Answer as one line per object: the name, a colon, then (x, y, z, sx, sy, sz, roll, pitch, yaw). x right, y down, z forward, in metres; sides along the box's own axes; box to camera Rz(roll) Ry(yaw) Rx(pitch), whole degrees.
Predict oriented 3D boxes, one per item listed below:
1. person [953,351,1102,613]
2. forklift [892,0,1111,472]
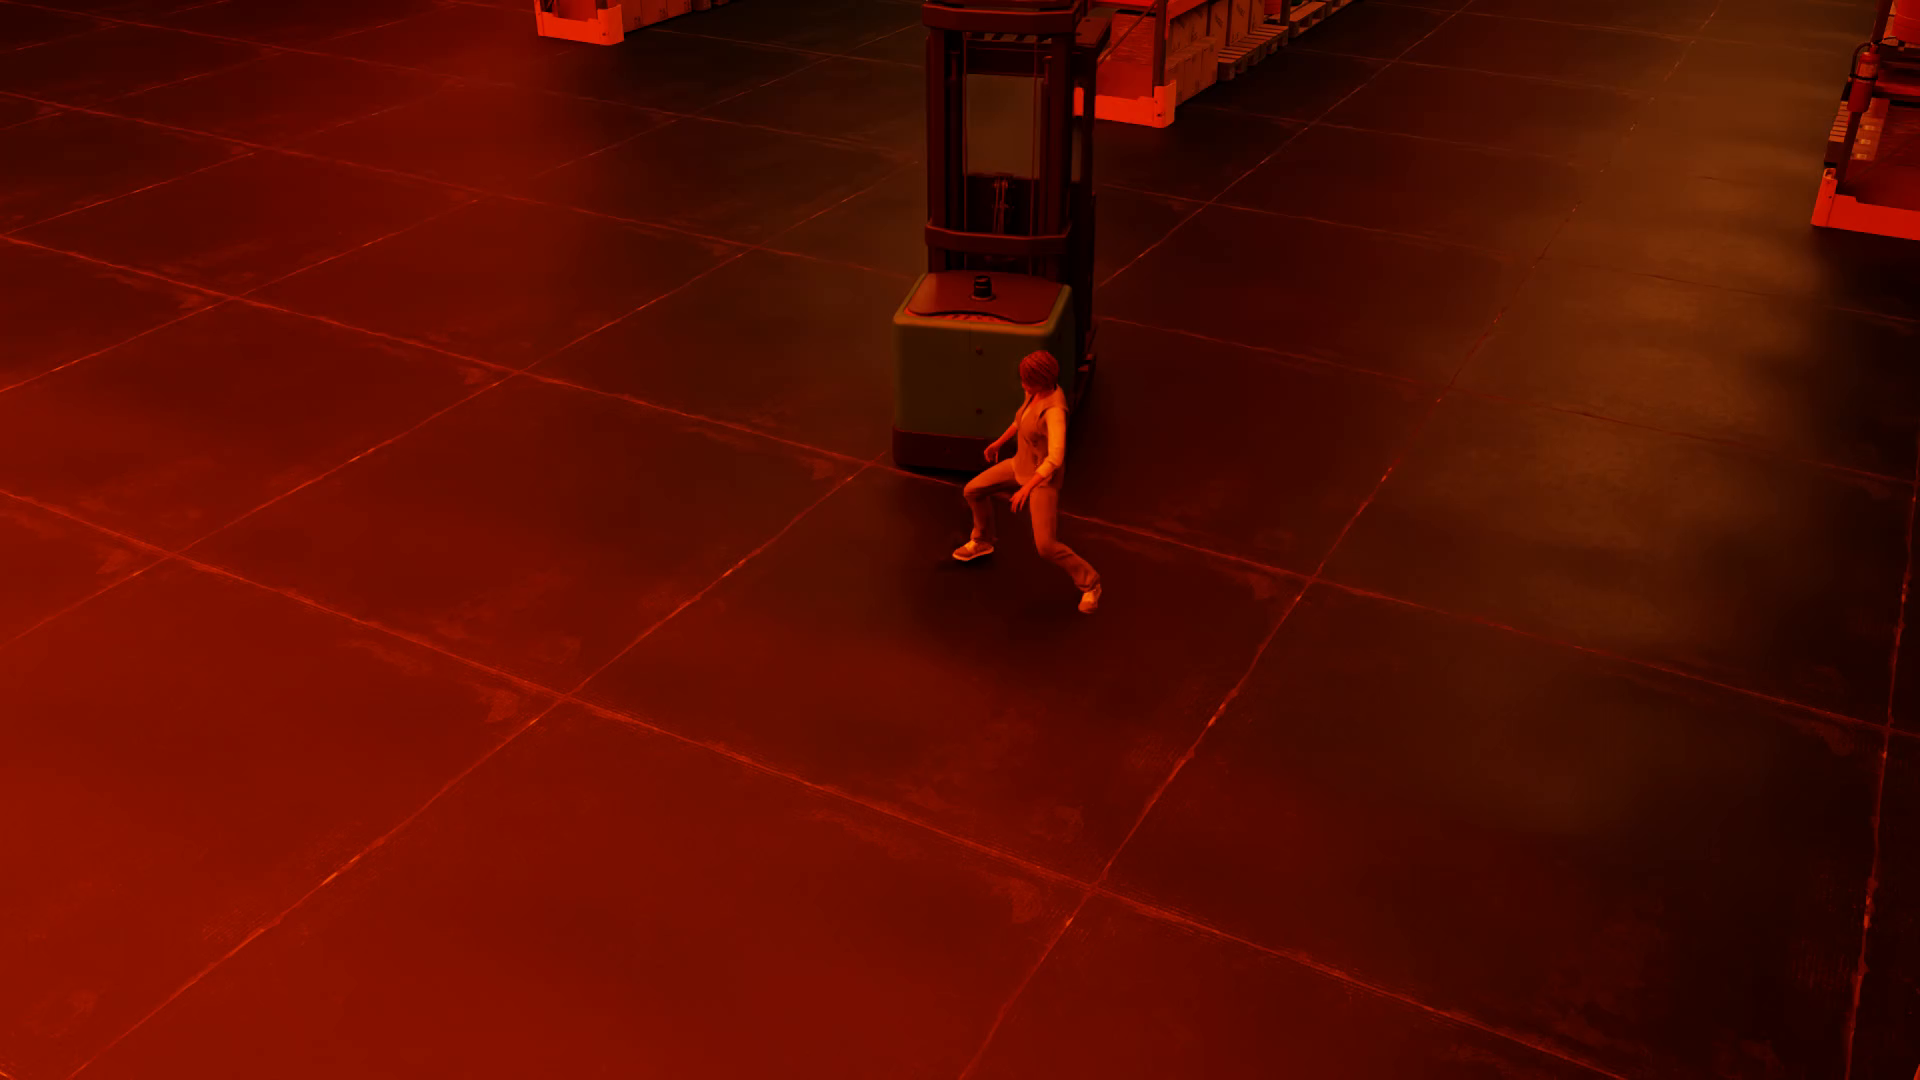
person: (0.397, -0.351, 9.208, 0.730, 1.460, 0.849, -8, 31, -14)
forklift: (0.377, -2.386, 11.205, 1.130, 2.935, 3.031, 6, 31, 10)
